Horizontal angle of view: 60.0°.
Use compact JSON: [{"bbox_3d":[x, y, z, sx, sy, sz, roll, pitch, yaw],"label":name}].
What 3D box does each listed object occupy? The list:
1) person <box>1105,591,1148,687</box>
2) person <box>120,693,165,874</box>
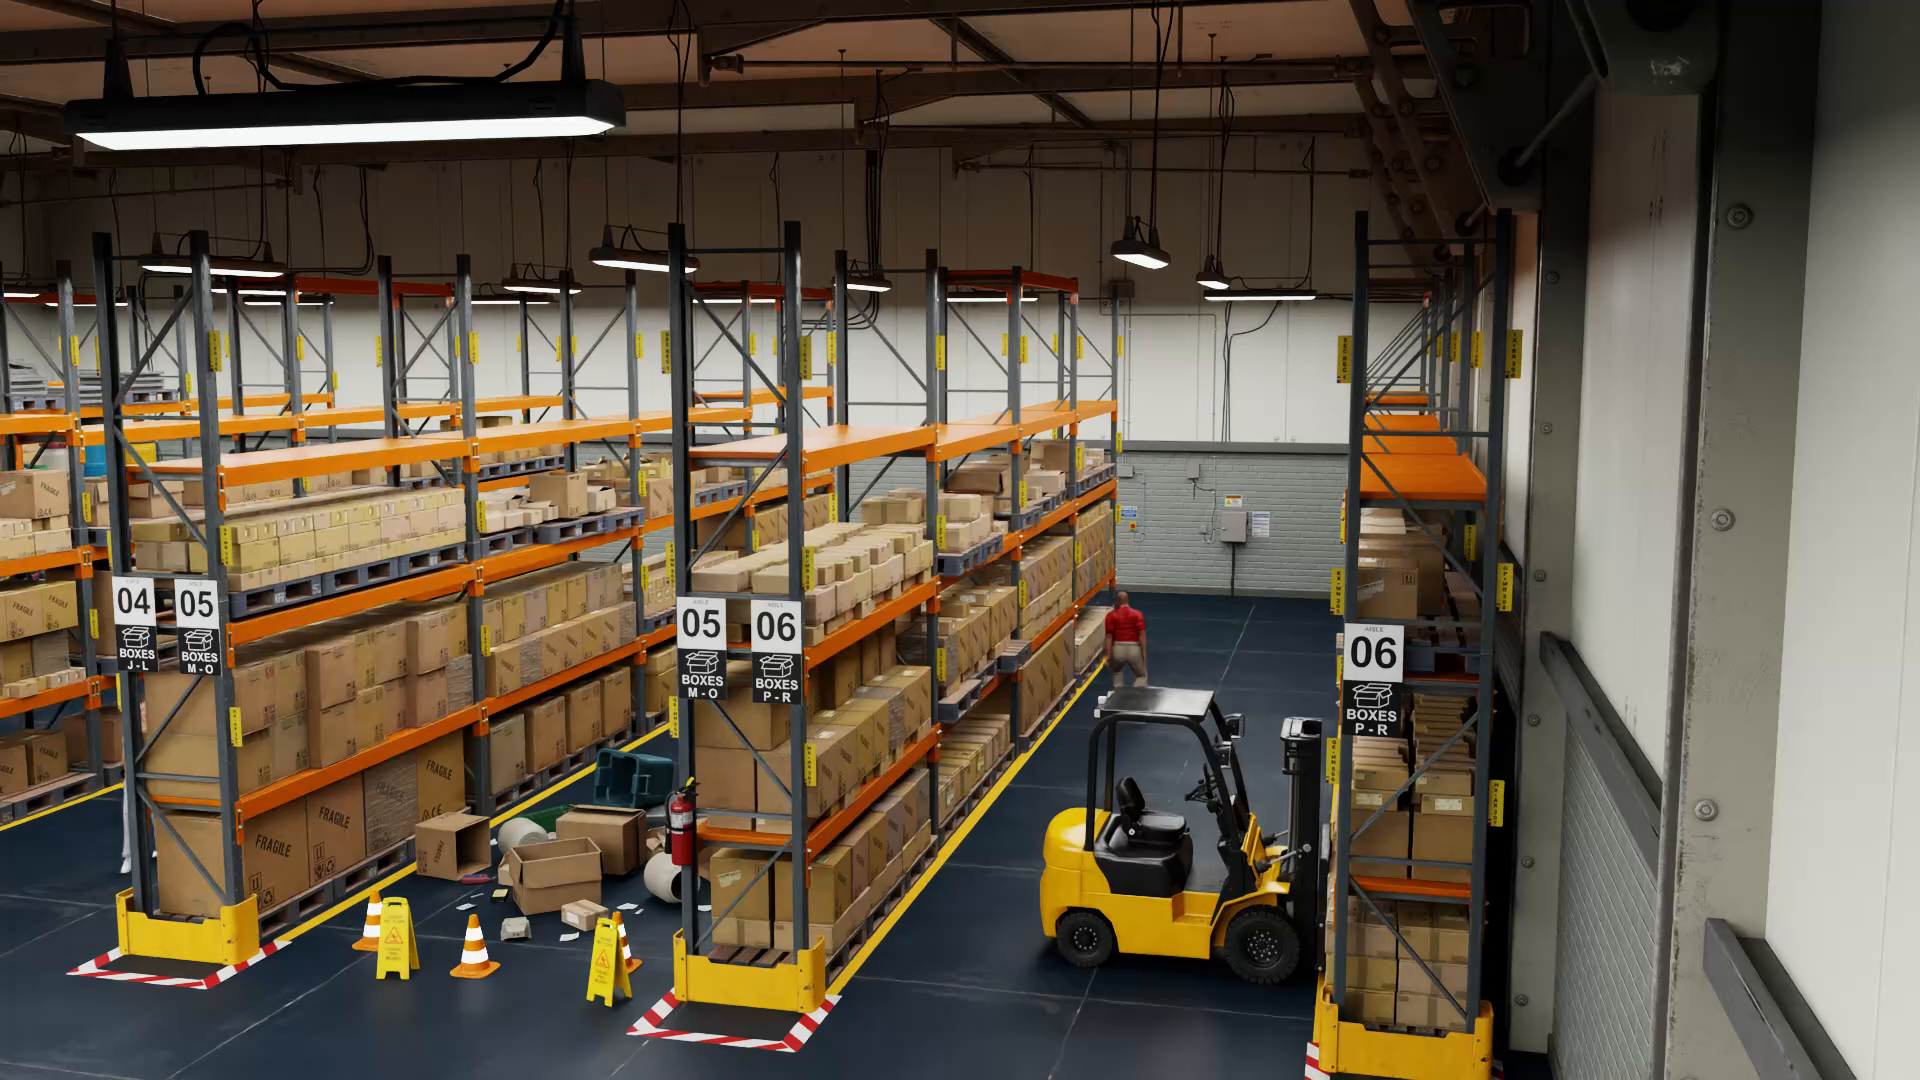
[{"bbox_3d":[2.232,1.452,22.215,0.598,1.557,0.661,1,7,6],"label":"person"},{"bbox_3d":[-8.028,2.370,16.364,0.465,1.681,0.773,-2,7,-13],"label":"person"}]
